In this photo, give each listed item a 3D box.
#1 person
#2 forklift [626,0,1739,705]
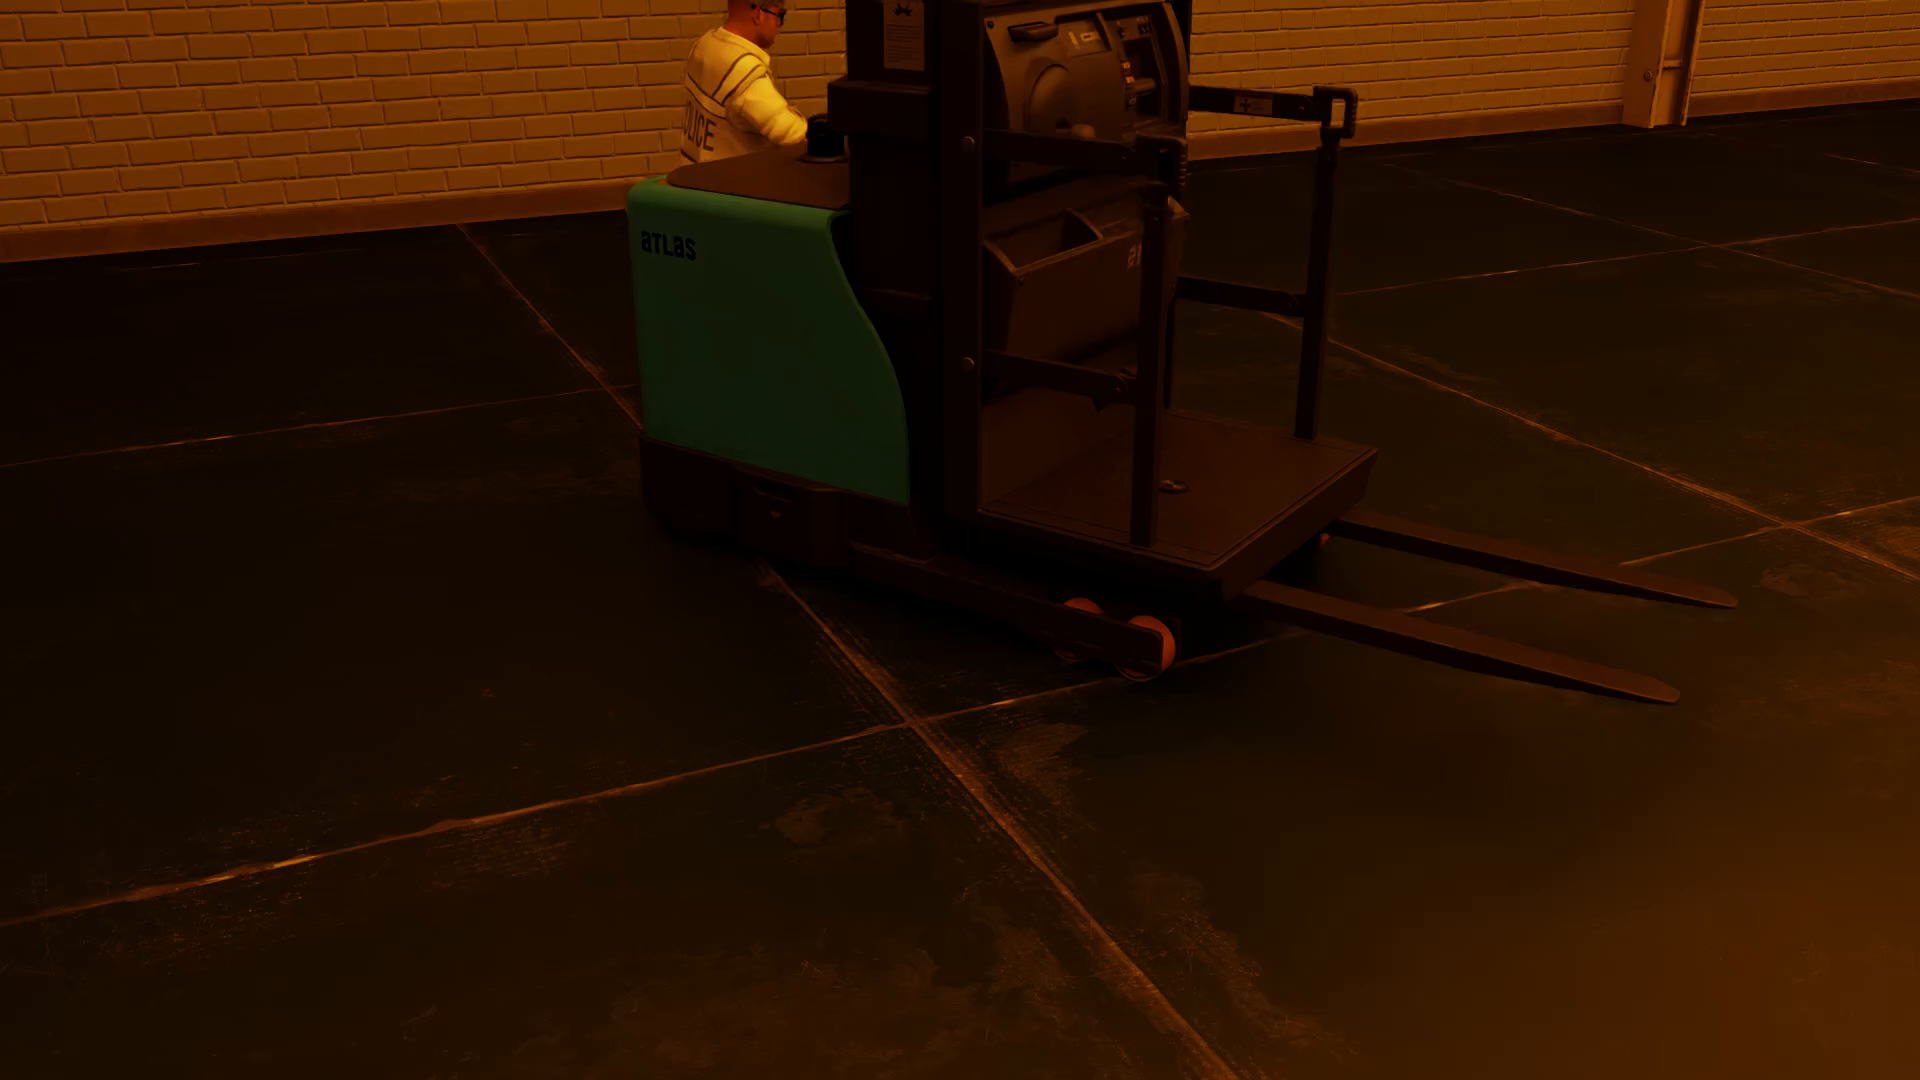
[{"bbox_3d":[-0.630,-1.317,6.209,0.760,1.574,0.840,-11,25,-25],"label":"person"},{"bbox_3d":[0.518,-1.224,4.232,3.031,2.935,1.130,15,27,32],"label":"forklift"}]
